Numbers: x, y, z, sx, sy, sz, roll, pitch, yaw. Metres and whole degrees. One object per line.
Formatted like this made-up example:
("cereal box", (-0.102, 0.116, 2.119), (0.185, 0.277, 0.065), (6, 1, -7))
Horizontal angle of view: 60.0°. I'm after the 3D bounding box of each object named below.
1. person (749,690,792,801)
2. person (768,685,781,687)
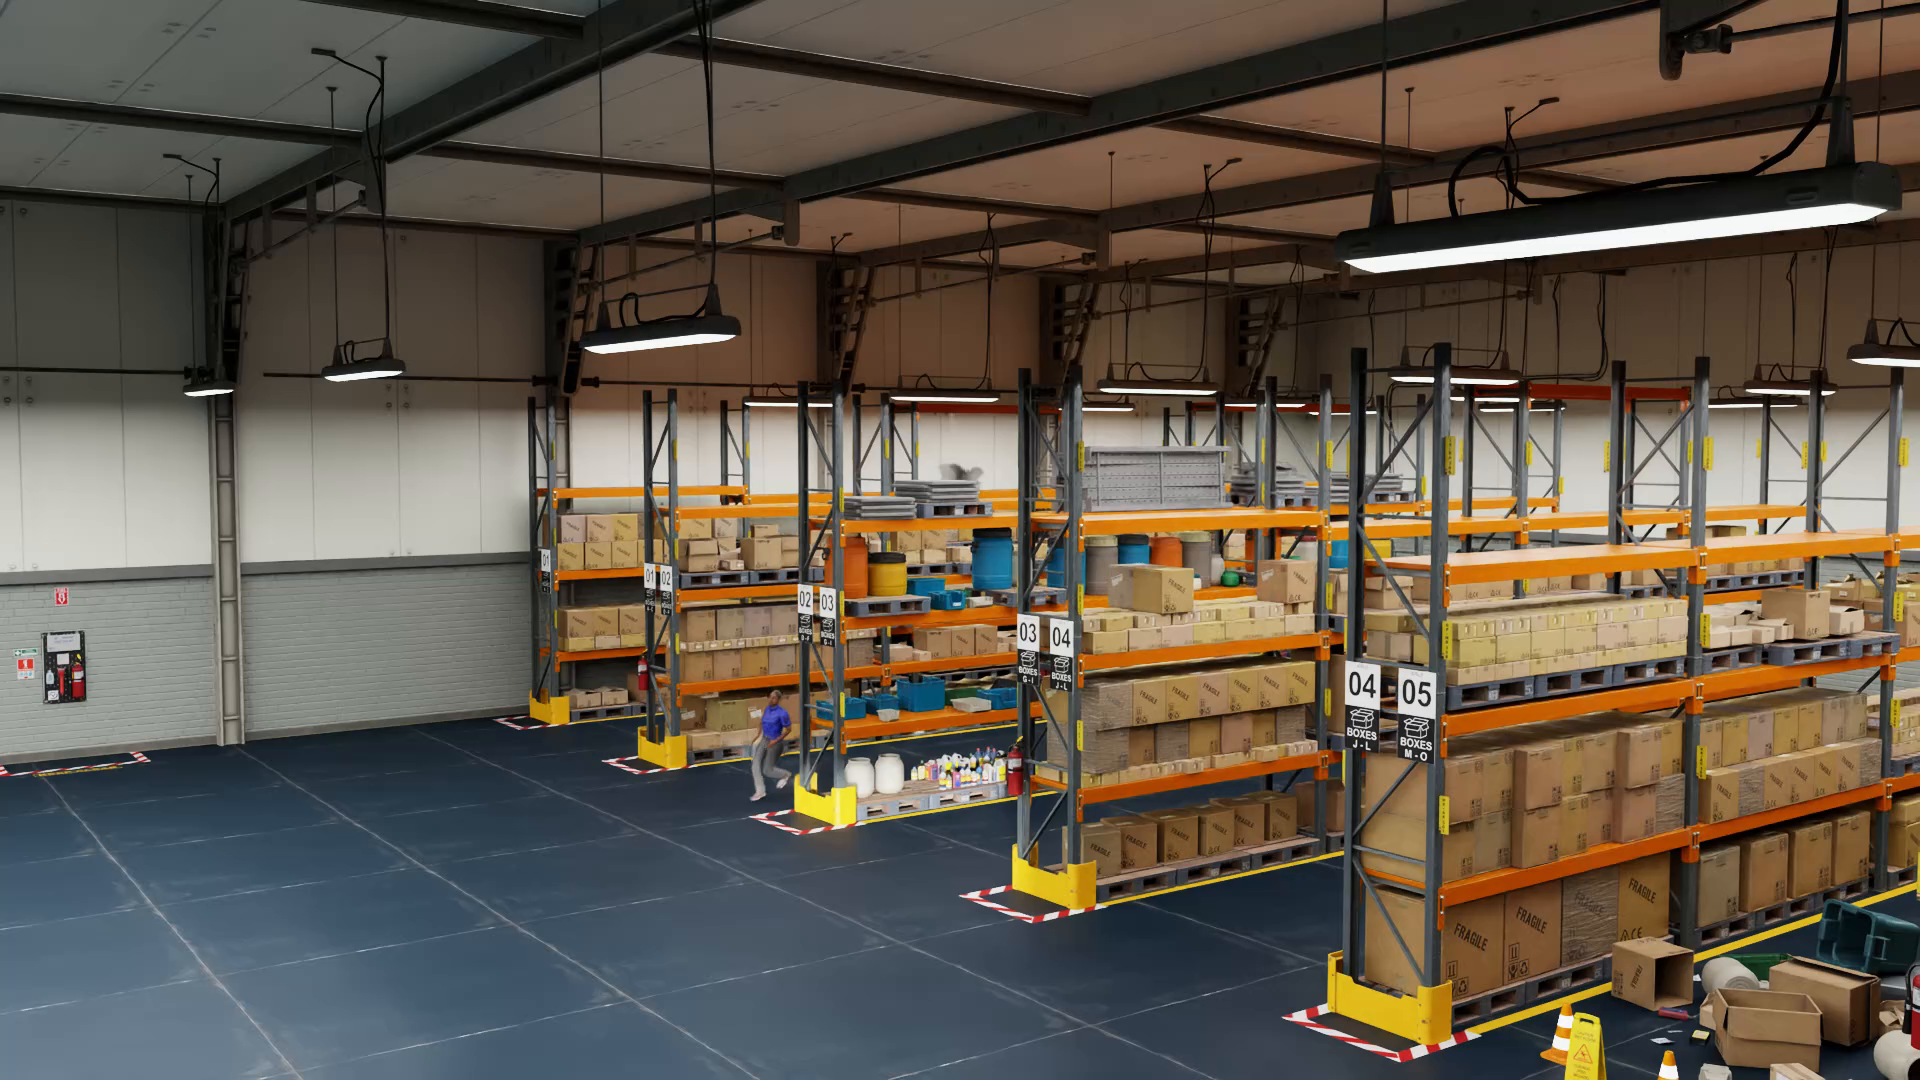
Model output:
("person", (-2.679, 2.962, 24.064), (0.614, 1.620, 0.659), (3, 4, 40))
("person", (-3.339, 2.572, 30.184), (0.772, 1.584, 0.532), (-3, 5, -42))
